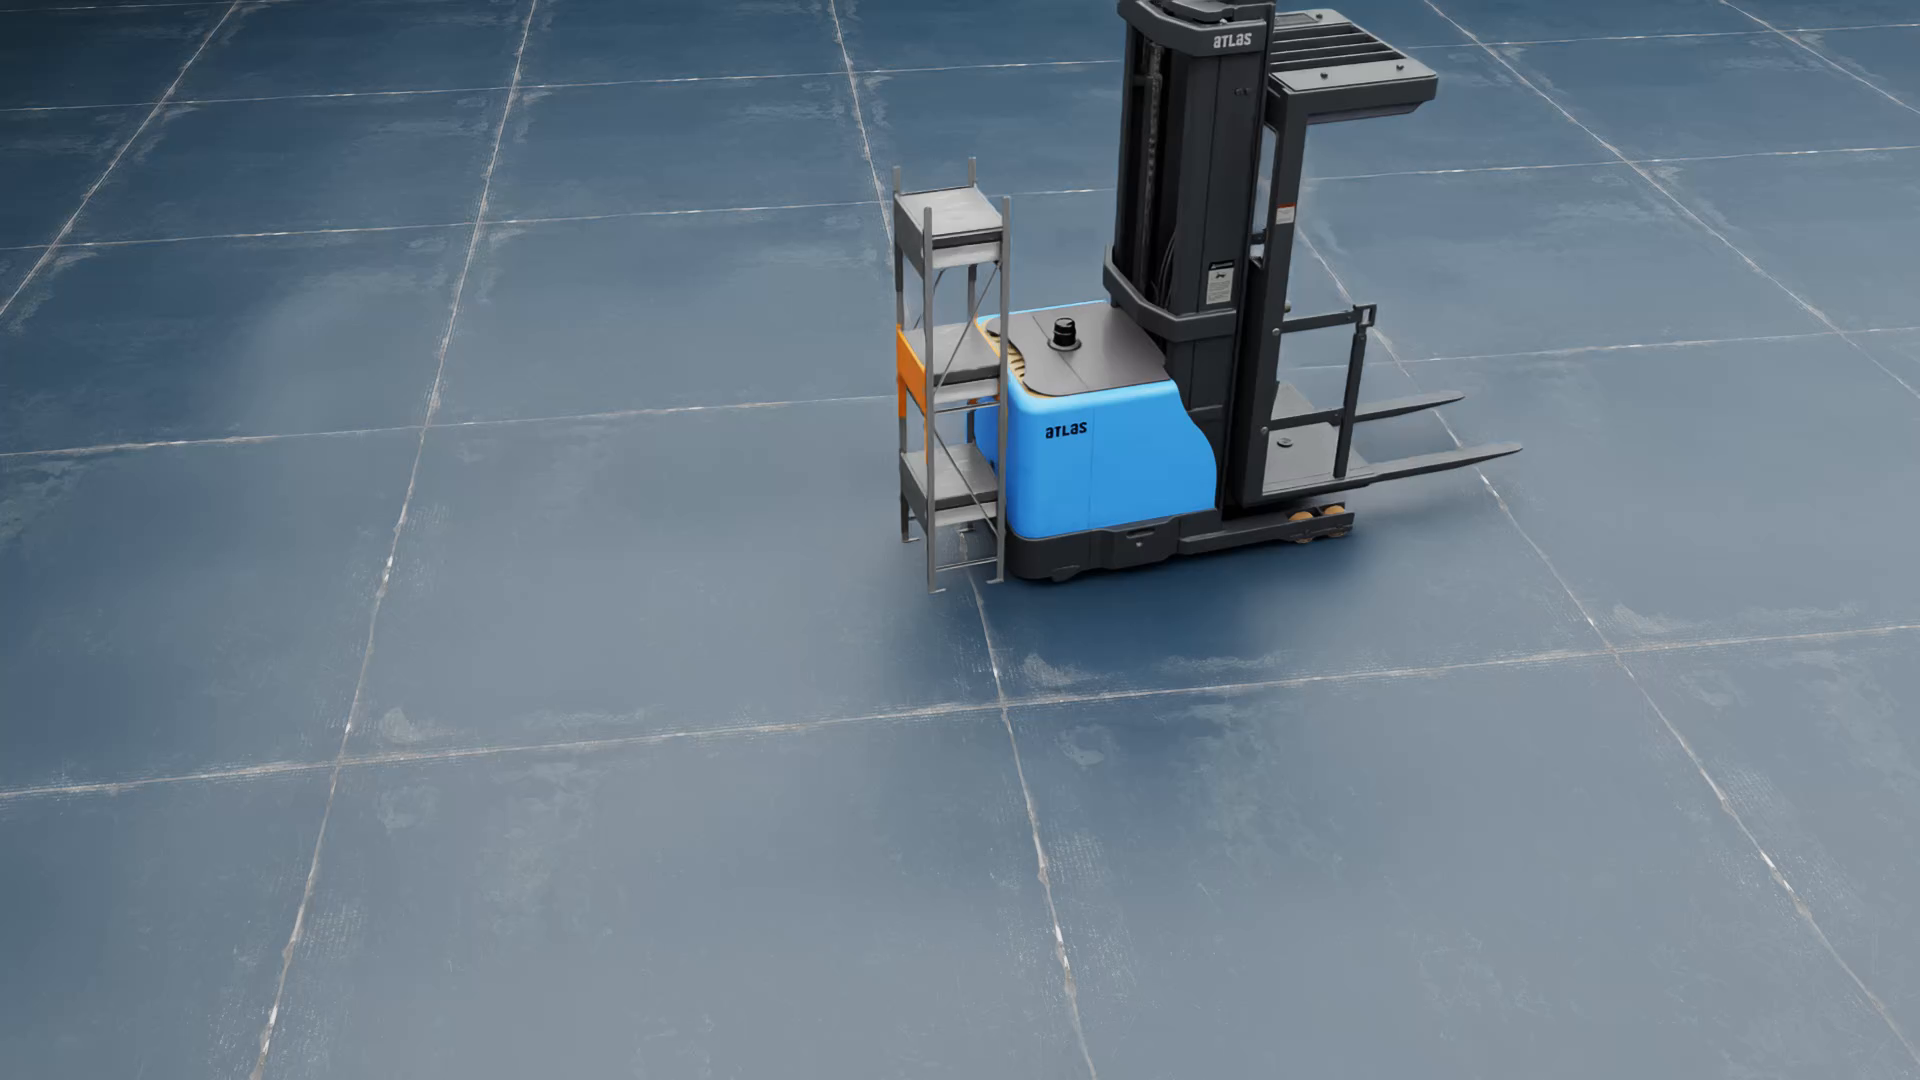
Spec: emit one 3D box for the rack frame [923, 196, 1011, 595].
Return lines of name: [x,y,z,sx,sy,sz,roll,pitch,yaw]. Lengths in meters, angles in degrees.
rack frame: [0.032,-0.625,7.931,0.400,2.100,0.015,-10,36,-15]

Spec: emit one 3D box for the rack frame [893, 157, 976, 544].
rack frame: [-0.118,-0.886,8.314,0.400,2.100,0.015,-10,36,-15]

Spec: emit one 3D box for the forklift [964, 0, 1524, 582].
forklift: [1.591,-1.468,8.431,3.031,2.935,1.130,-10,35,-14]

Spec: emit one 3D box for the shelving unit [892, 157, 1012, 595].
shelving unit: [-0.043,-0.756,8.123,0.431,2.100,0.503,-10,36,-15]

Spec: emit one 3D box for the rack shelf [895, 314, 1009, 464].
rack shelf: [-0.043,-0.744,8.130,0.431,0.518,0.480,-10,36,-15]

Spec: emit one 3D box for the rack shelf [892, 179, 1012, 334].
rack shelf: [-0.043,-1.323,7.736,0.431,0.518,0.480,-10,36,-15]

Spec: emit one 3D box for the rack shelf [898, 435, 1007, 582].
rack shelf: [-0.043,-0.166,8.525,0.431,0.518,0.480,-10,36,-15]
